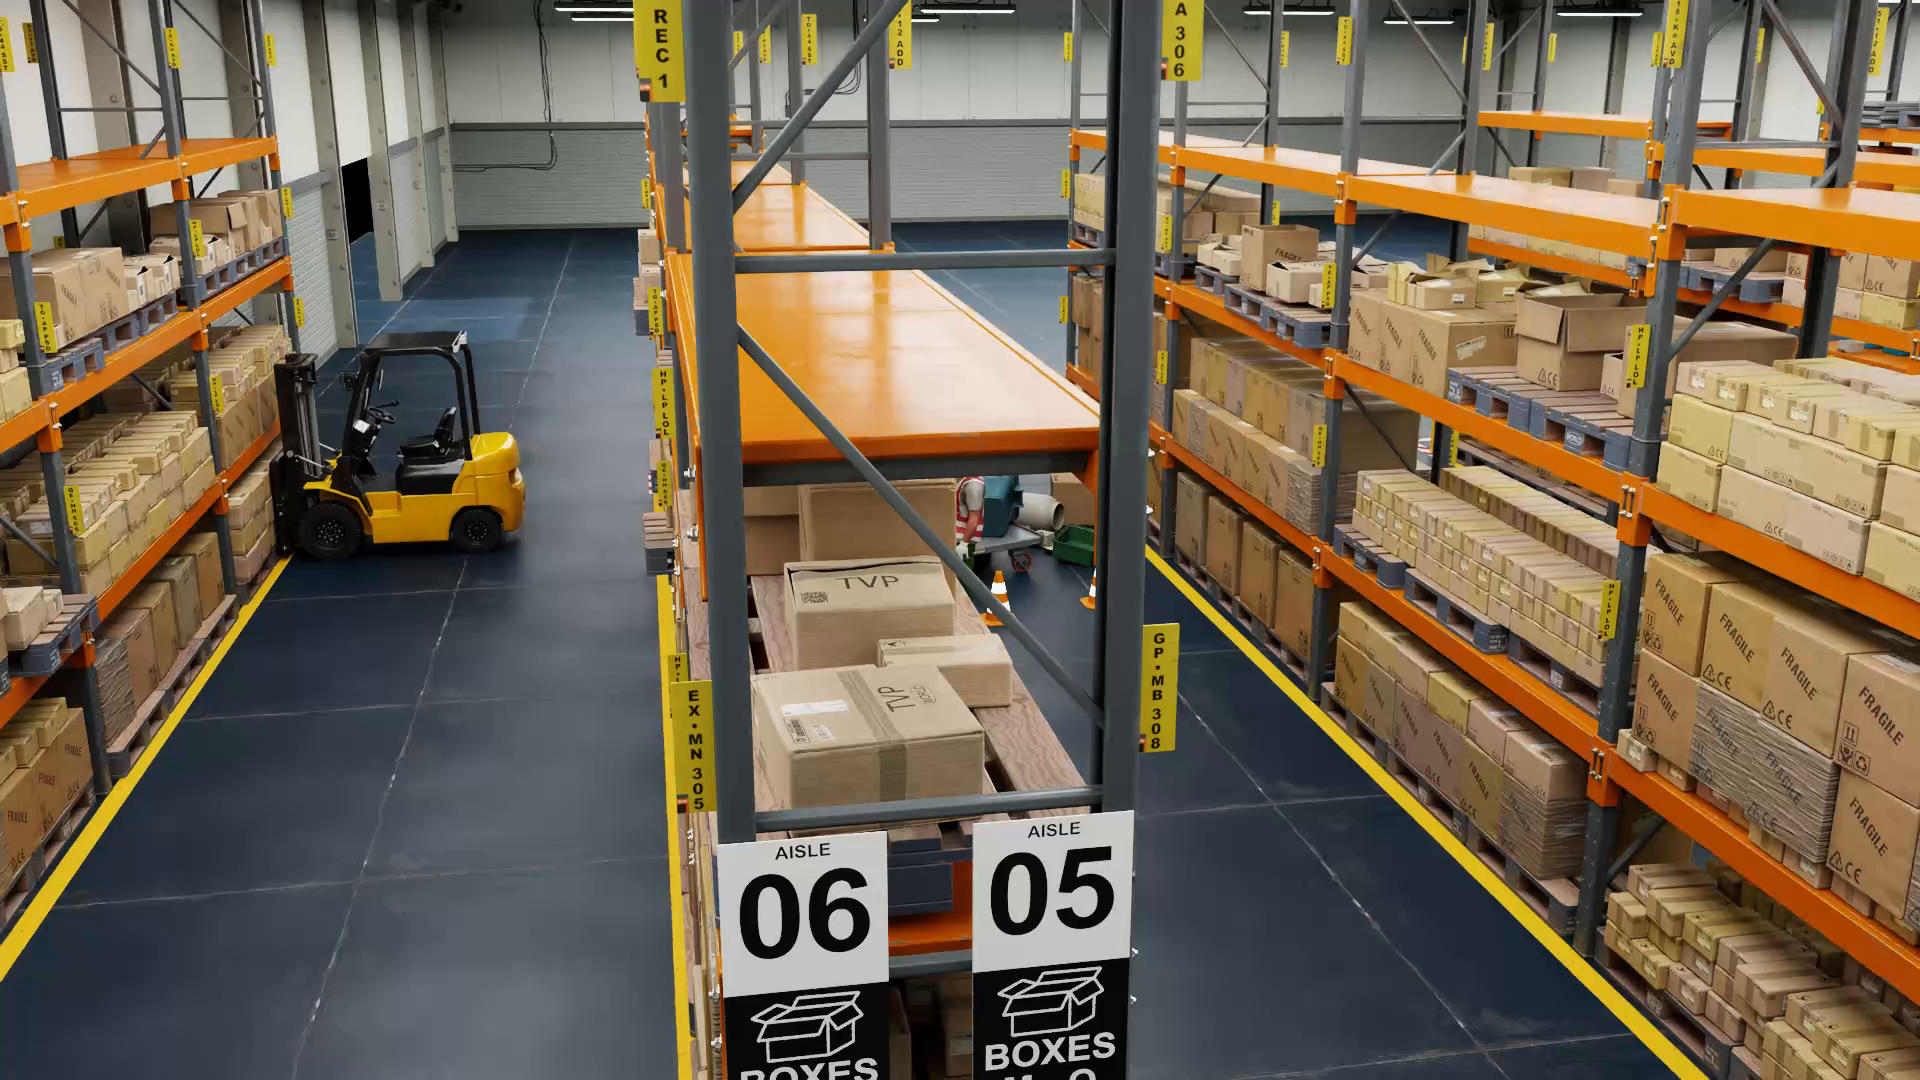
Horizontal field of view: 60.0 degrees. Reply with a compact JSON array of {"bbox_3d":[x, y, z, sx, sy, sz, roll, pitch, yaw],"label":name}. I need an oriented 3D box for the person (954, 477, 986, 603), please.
[{"bbox_3d":[-0.068,-0.012,14.499,0.565,1.787,0.638,-3,16,-10],"label":"person"}]
